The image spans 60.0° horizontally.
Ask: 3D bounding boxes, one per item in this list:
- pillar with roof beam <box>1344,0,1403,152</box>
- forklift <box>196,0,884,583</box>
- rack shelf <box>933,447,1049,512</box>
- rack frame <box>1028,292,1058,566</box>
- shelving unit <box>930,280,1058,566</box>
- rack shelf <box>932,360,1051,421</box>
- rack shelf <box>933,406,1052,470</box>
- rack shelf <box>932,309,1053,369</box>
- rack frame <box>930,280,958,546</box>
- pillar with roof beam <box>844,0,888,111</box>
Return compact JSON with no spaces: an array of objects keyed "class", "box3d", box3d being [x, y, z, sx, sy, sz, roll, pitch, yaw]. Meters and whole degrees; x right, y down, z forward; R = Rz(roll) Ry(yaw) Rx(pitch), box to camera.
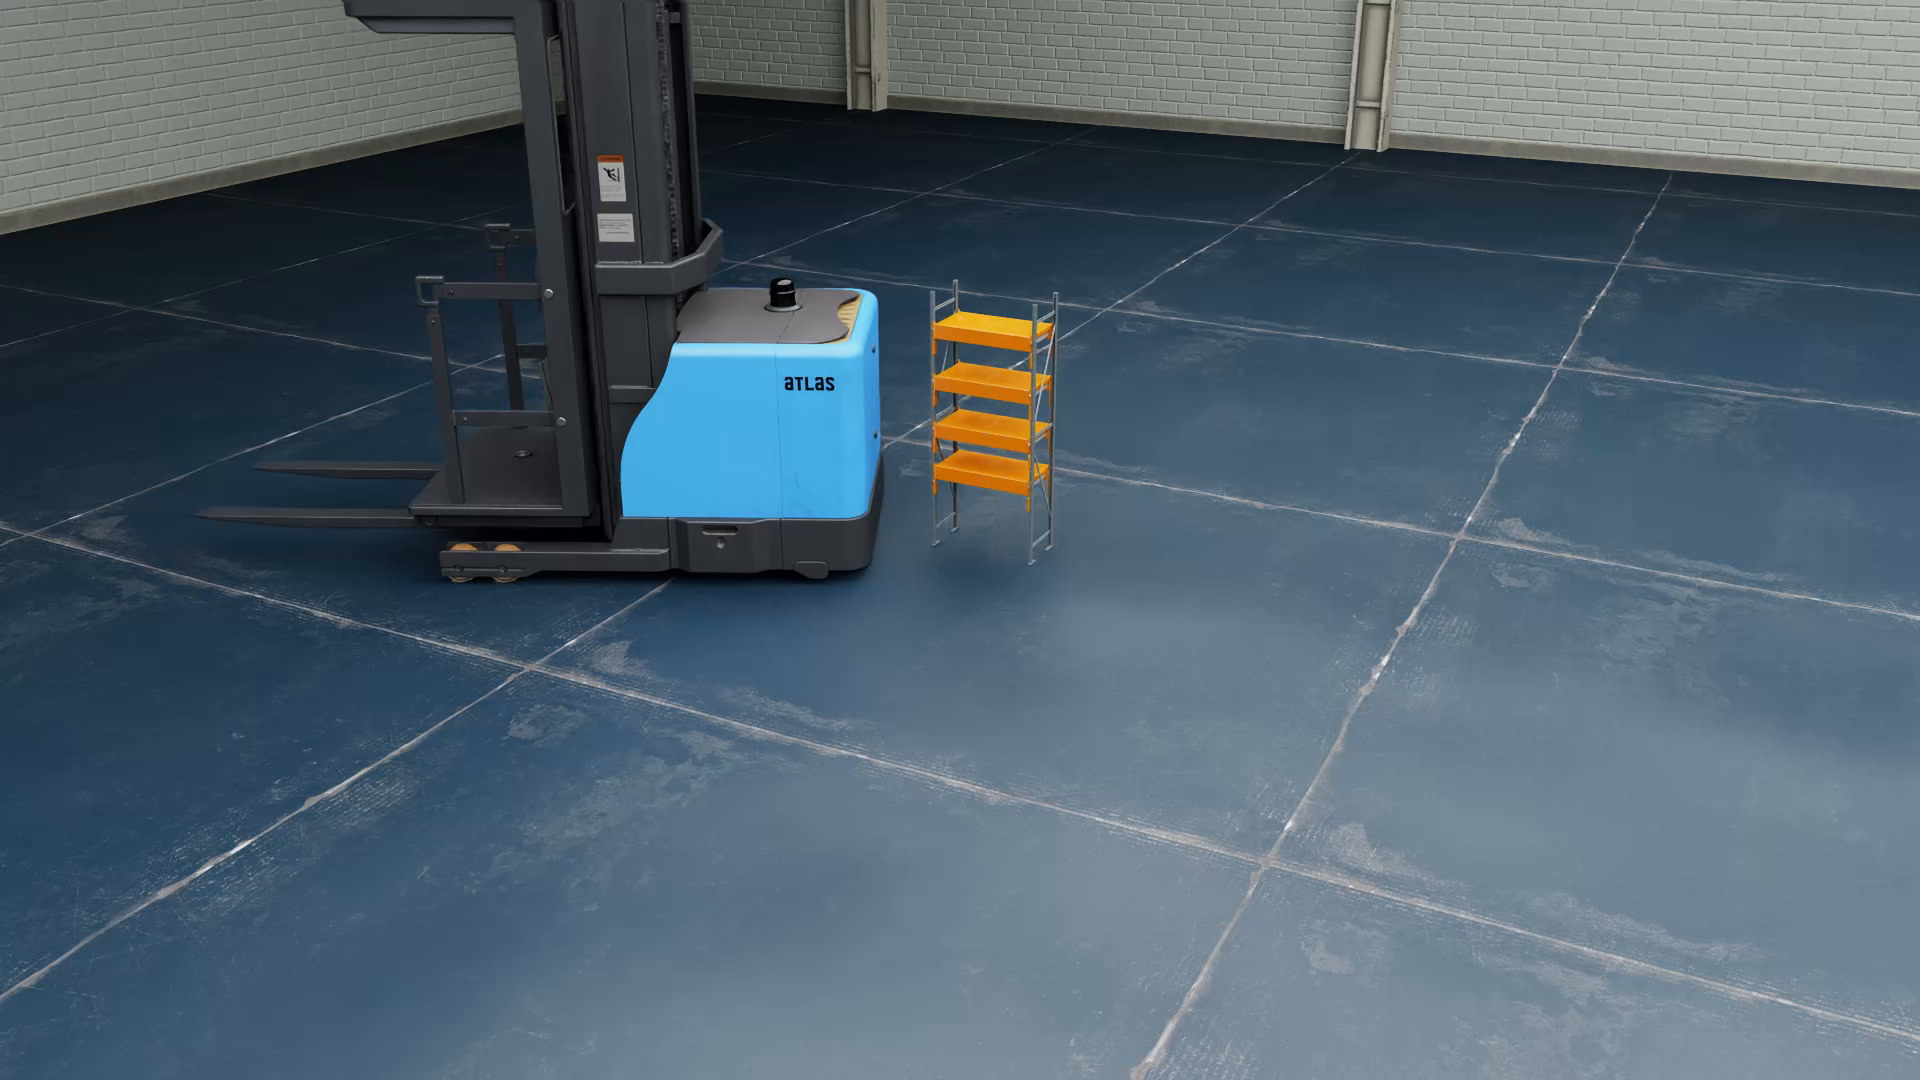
[{"class":"pillar with roof beam","box3d":[2.308,-6.737,12.092,0.400,9.000,9.100,11,25,25]},{"class":"forklift","box3d":[-1.897,-1.368,7.221,3.031,2.935,1.130,1,23,1]},{"class":"rack shelf","box3d":[0.148,-0.278,7.551,0.480,0.148,0.258,11,25,25]},{"class":"rack frame","box3d":[0.365,-0.480,7.345,0.015,1.200,0.240,11,25,25]},{"class":"shelving unit","box3d":[0.148,-0.523,7.446,0.503,1.200,0.258,11,25,25]},{"class":"rack shelf","box3d":[0.148,-0.667,7.385,0.480,0.148,0.258,11,25,25]},{"class":"rack shelf","box3d":[0.148,-0.461,7.473,0.480,0.148,0.258,11,25,25]},{"class":"rack shelf","box3d":[0.148,-0.885,7.293,0.480,0.148,0.258,11,25,25]},{"class":"rack frame","box3d":[-0.070,-0.566,7.548,0.015,1.200,0.240,11,25,25]},{"class":"pillar with roof beam","box3d":[-3.047,-7.796,14.583,0.400,9.000,9.100,11,25,25]}]
